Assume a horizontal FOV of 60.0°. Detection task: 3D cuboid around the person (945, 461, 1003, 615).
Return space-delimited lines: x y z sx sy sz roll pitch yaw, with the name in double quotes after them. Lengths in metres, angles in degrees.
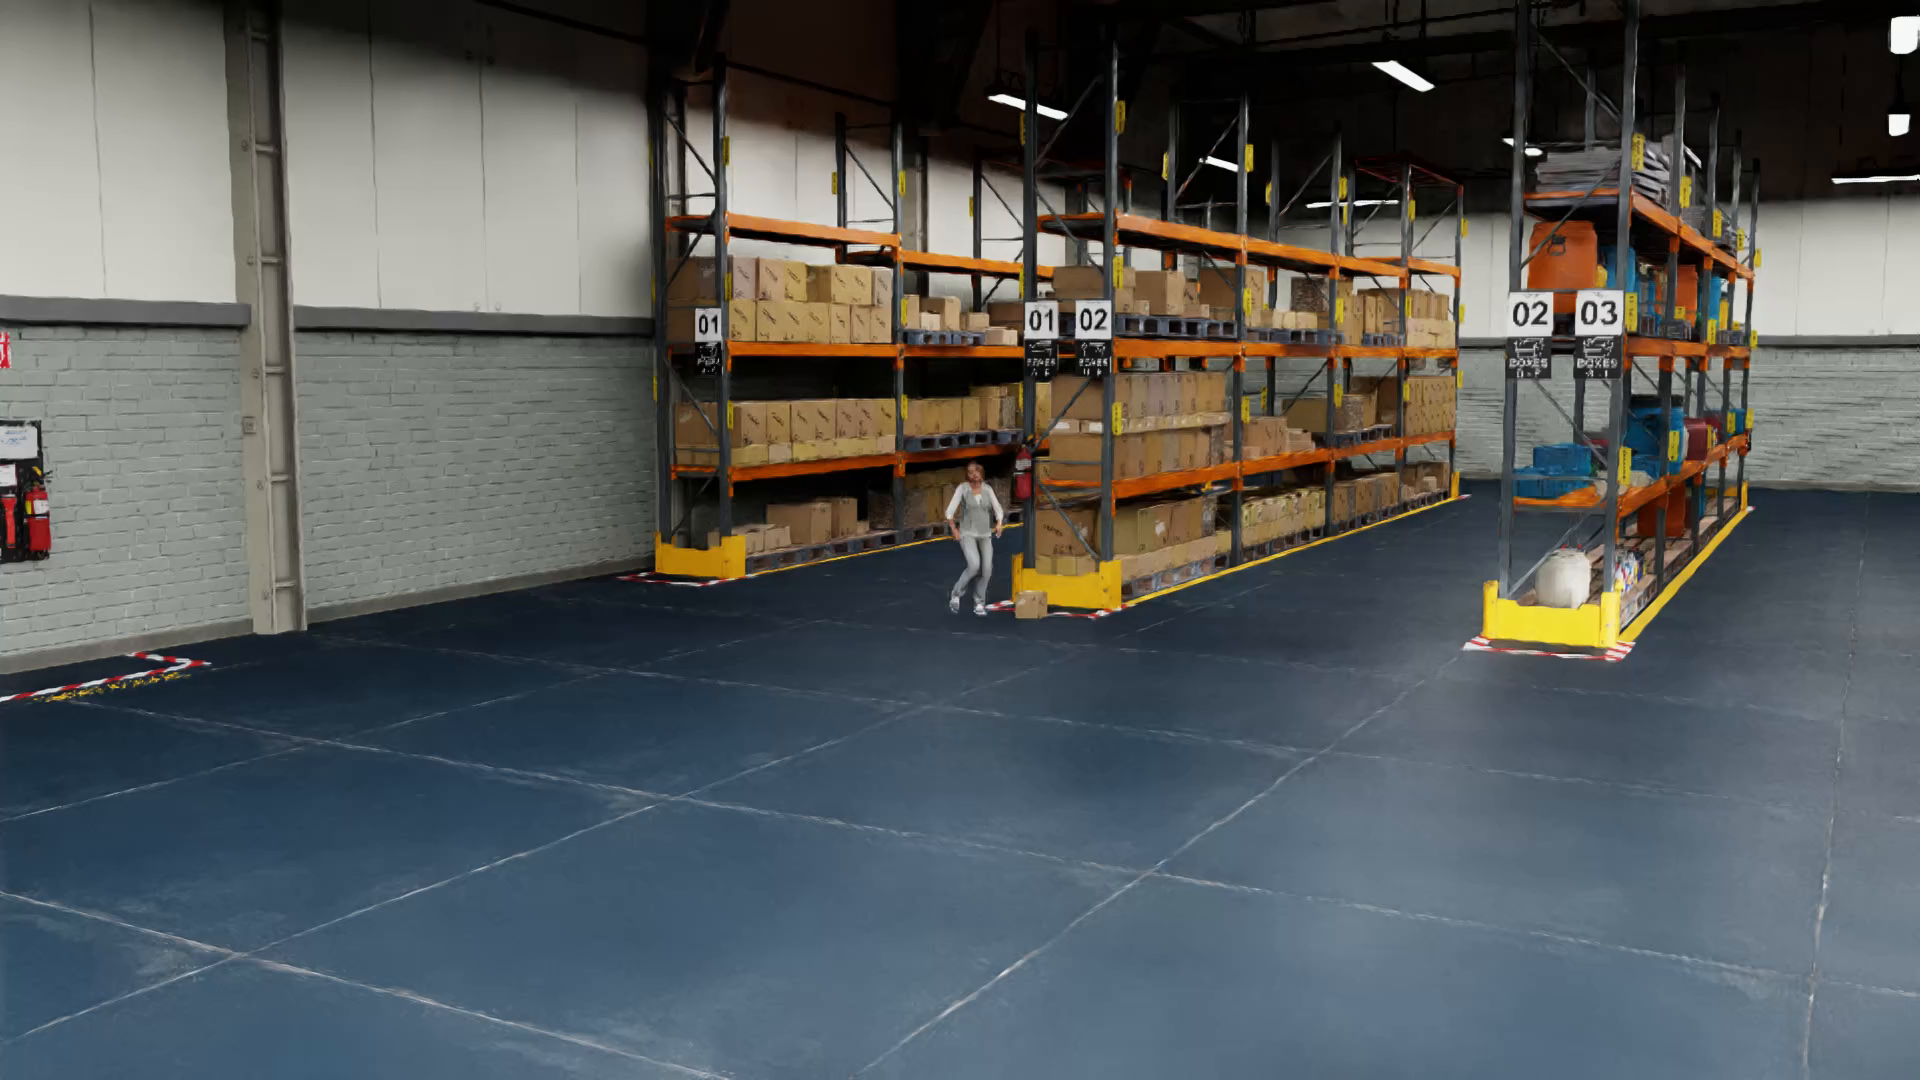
0.192 -0.016 16.884 0.579 1.568 0.442 -3 7 -25 "person"
